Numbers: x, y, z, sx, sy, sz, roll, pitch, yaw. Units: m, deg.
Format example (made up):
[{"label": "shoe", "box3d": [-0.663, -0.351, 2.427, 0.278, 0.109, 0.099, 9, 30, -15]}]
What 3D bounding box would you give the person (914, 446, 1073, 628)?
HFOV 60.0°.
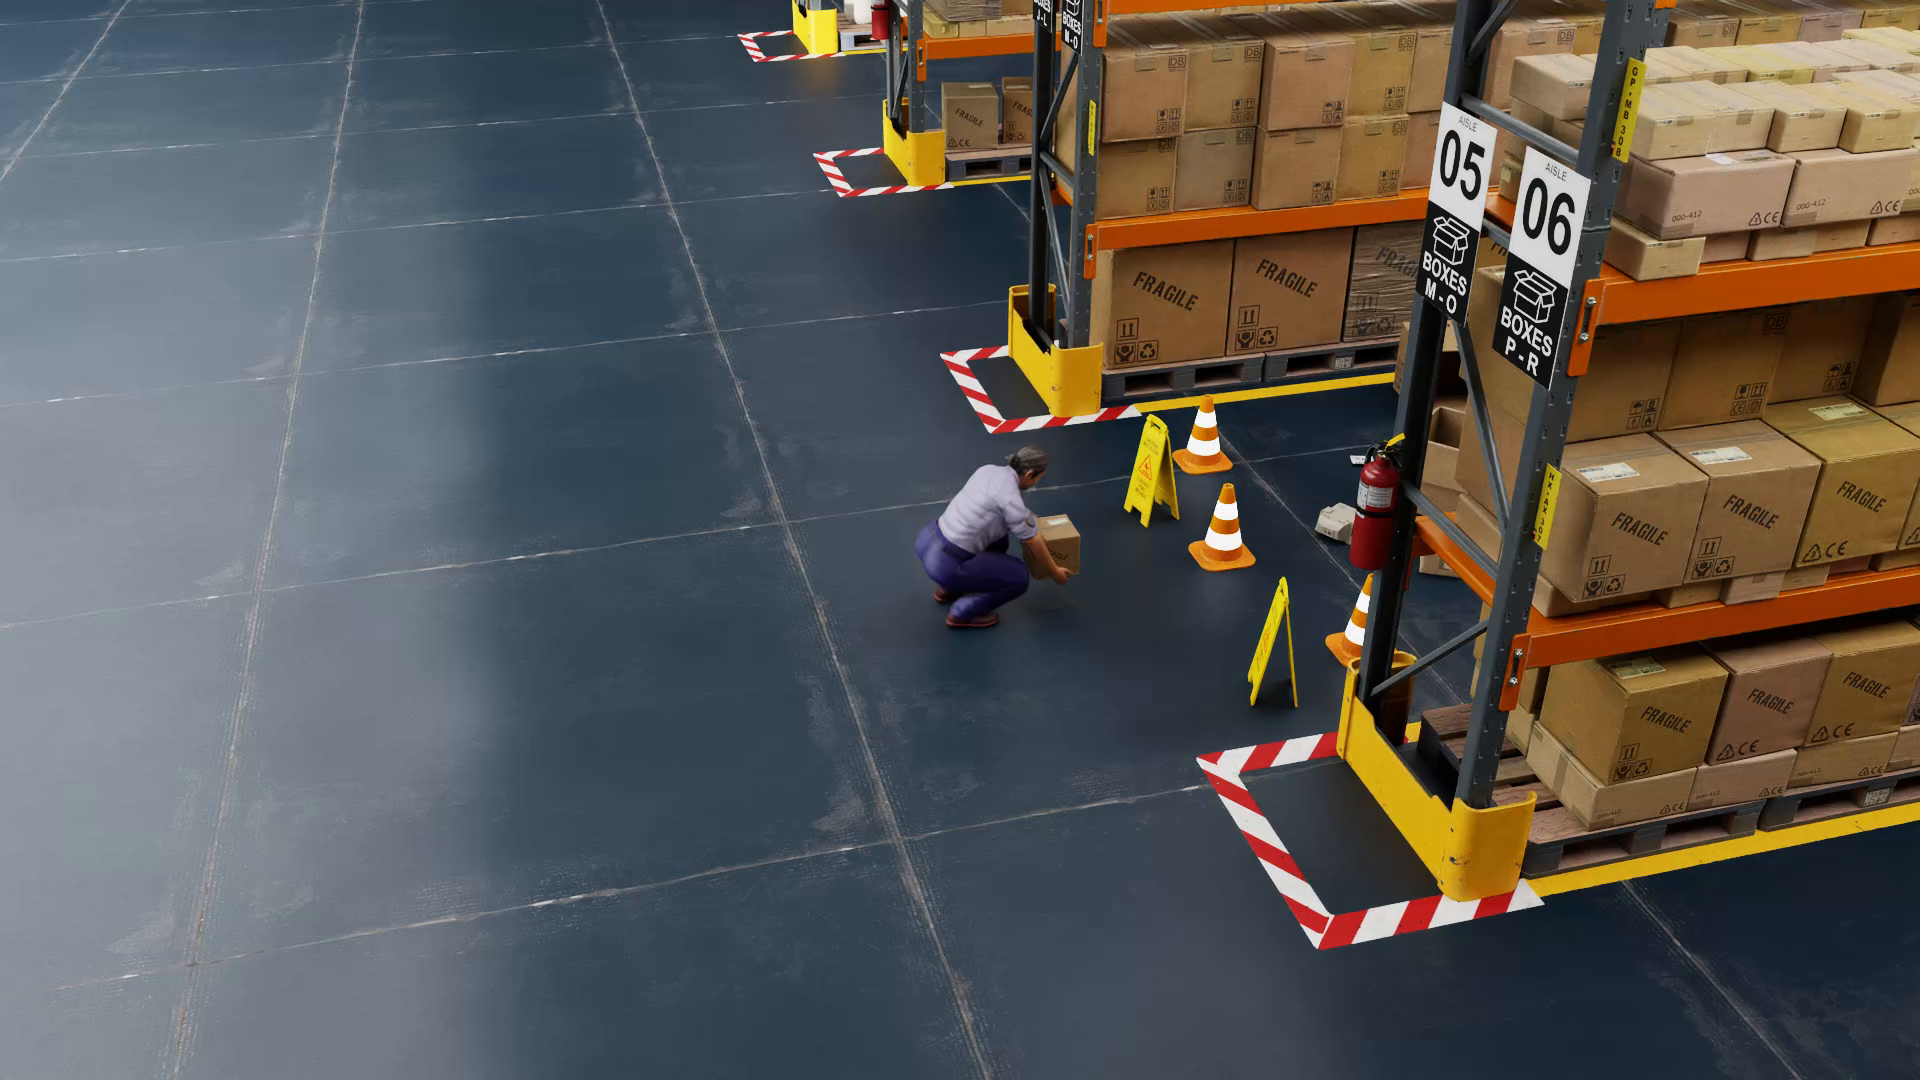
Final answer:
[{"label": "person", "box3d": [0.177, -0.033, 9.021, 0.844, 0.939, 0.521, -8, 31, -14]}]
